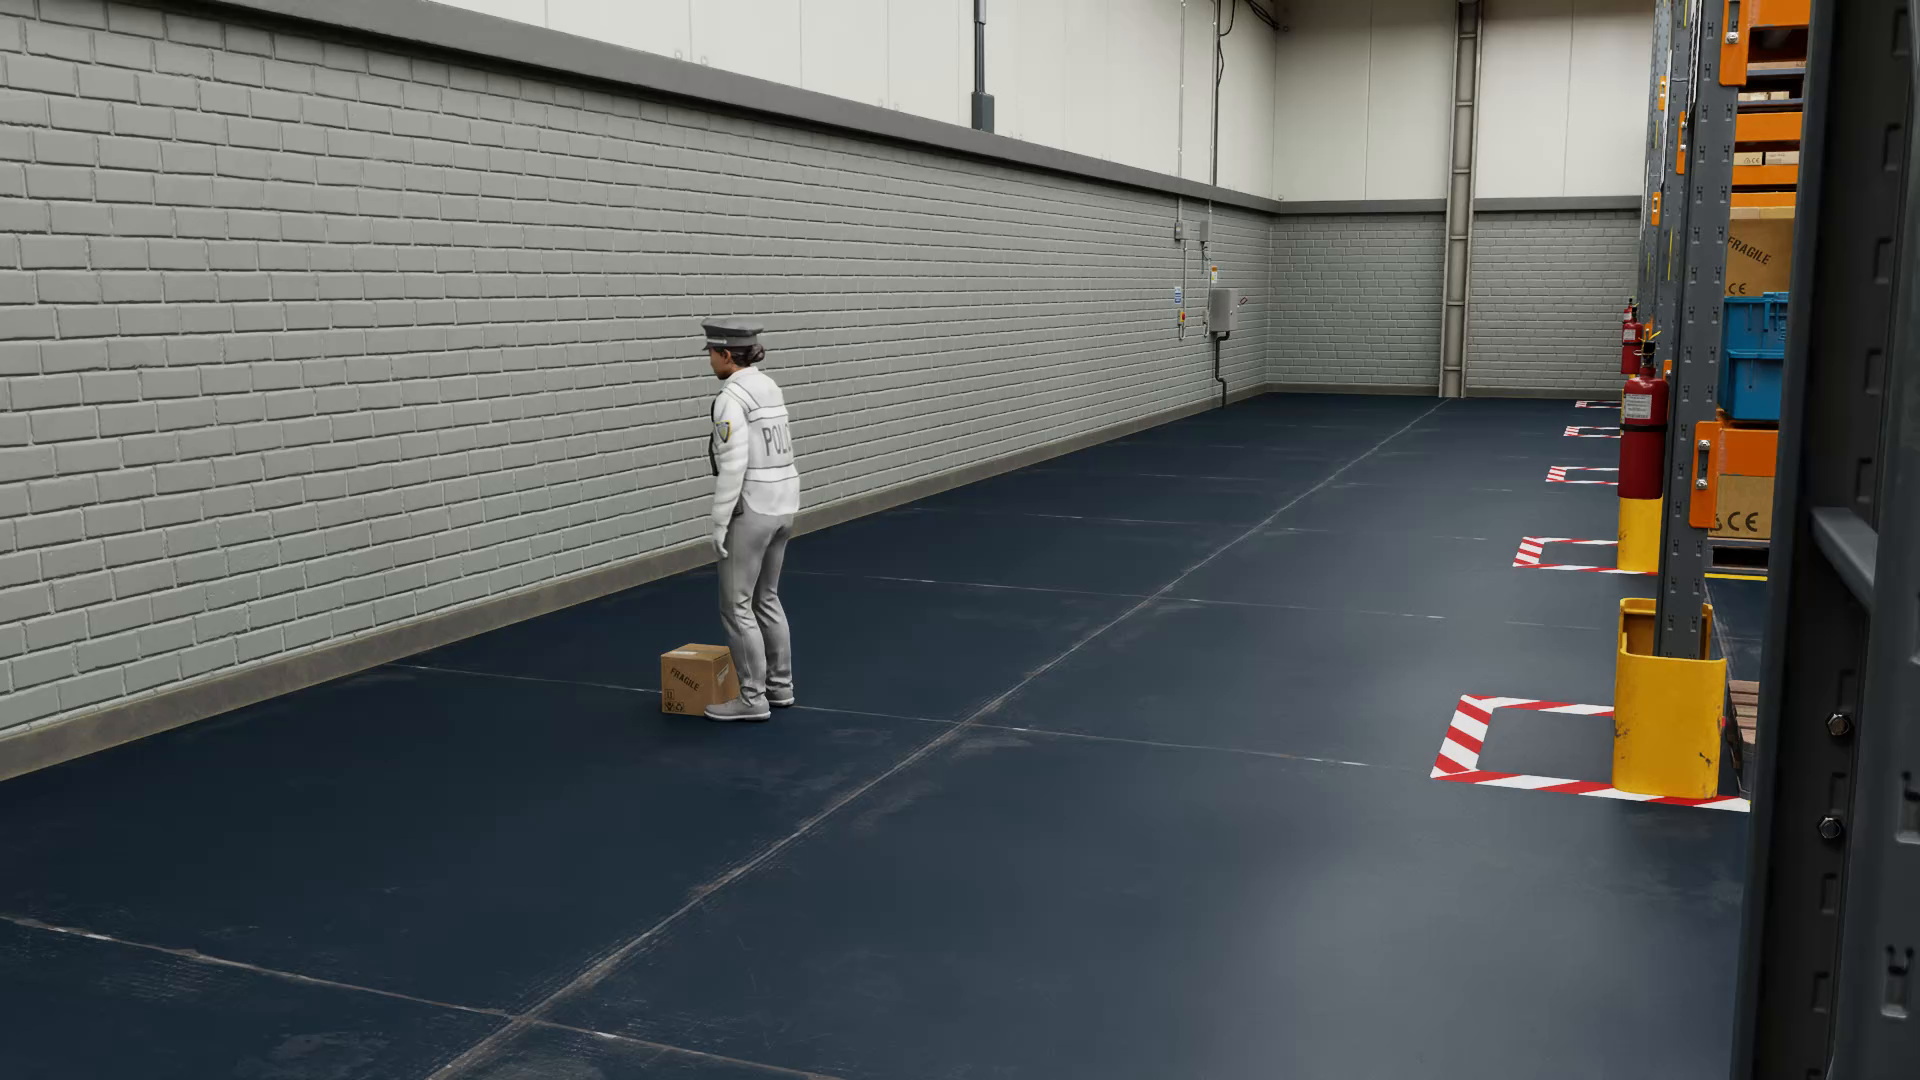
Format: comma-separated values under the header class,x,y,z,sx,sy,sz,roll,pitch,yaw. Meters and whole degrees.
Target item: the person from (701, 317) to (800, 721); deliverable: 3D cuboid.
class,x,y,z,sx,sy,sz,roll,pitch,yaw
person,-0.871,-0.089,6.918,0.373,1.663,0.526,3,9,20
